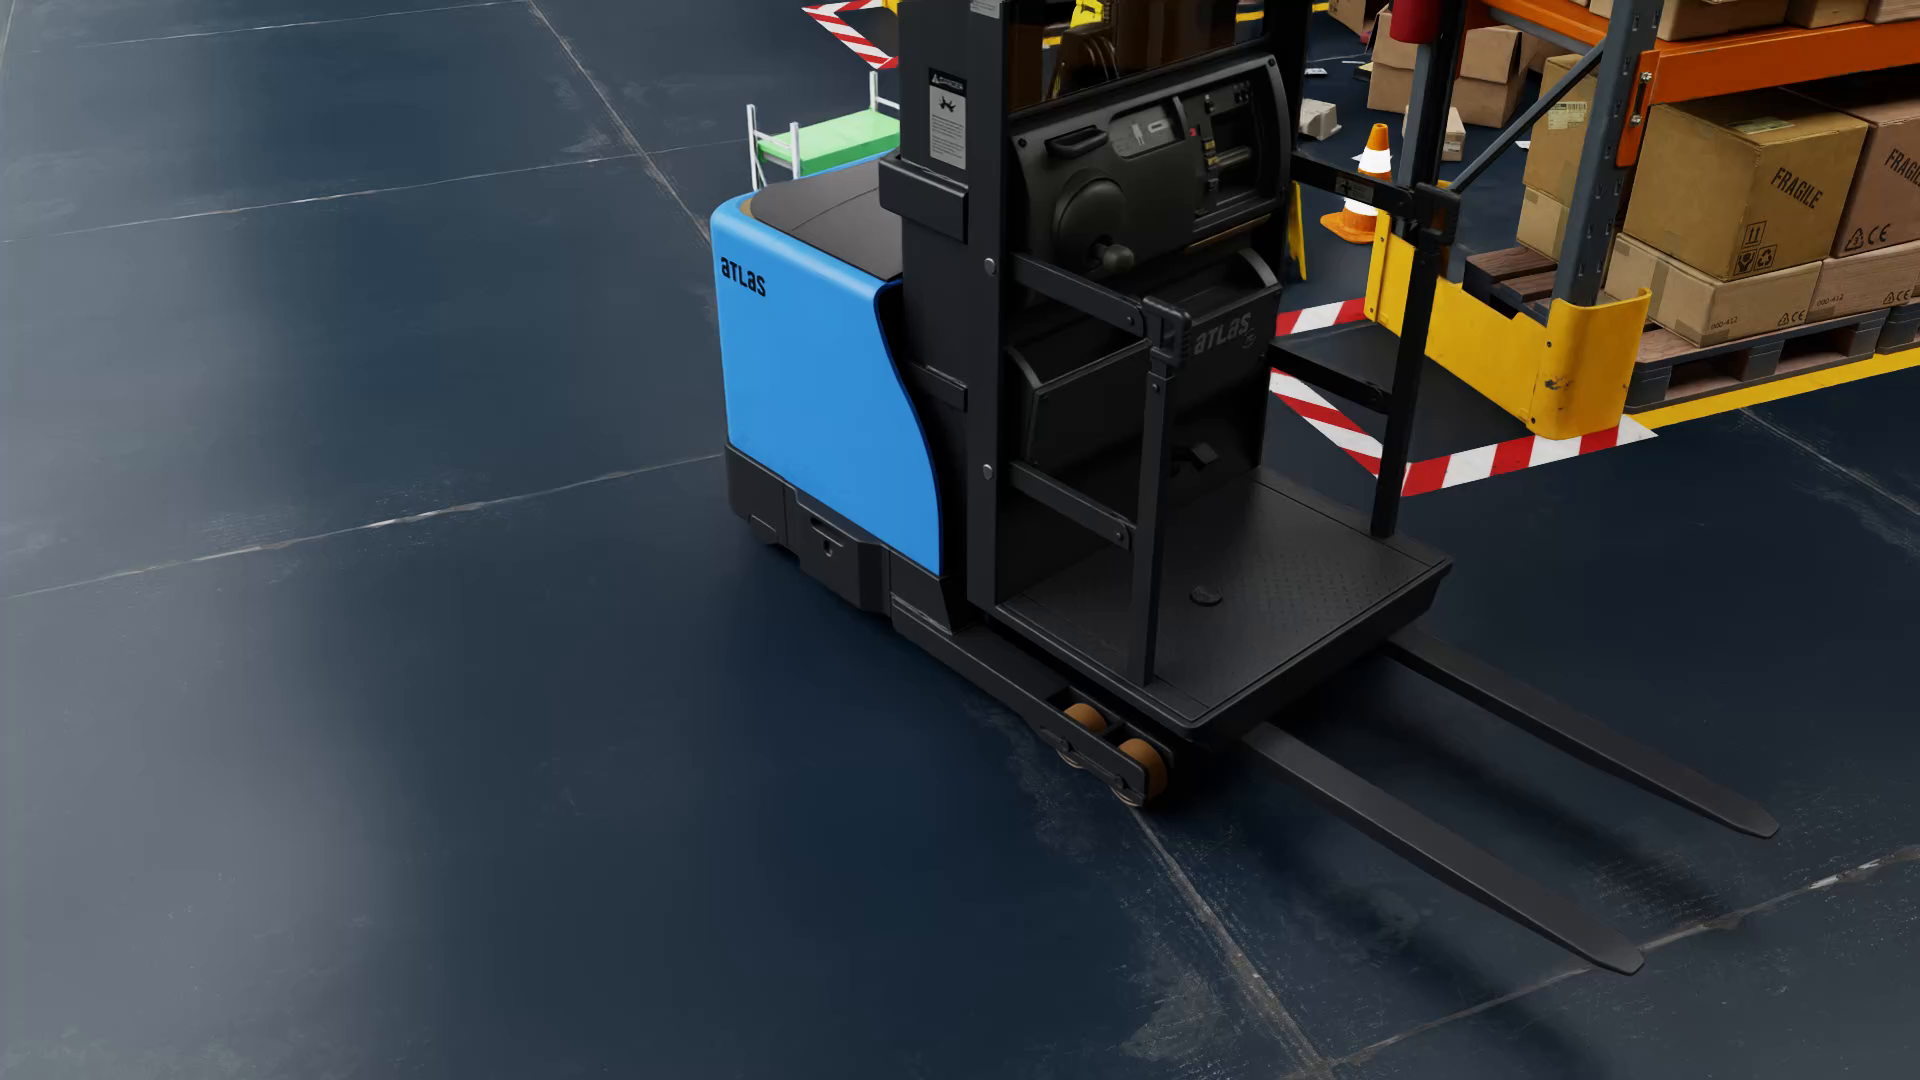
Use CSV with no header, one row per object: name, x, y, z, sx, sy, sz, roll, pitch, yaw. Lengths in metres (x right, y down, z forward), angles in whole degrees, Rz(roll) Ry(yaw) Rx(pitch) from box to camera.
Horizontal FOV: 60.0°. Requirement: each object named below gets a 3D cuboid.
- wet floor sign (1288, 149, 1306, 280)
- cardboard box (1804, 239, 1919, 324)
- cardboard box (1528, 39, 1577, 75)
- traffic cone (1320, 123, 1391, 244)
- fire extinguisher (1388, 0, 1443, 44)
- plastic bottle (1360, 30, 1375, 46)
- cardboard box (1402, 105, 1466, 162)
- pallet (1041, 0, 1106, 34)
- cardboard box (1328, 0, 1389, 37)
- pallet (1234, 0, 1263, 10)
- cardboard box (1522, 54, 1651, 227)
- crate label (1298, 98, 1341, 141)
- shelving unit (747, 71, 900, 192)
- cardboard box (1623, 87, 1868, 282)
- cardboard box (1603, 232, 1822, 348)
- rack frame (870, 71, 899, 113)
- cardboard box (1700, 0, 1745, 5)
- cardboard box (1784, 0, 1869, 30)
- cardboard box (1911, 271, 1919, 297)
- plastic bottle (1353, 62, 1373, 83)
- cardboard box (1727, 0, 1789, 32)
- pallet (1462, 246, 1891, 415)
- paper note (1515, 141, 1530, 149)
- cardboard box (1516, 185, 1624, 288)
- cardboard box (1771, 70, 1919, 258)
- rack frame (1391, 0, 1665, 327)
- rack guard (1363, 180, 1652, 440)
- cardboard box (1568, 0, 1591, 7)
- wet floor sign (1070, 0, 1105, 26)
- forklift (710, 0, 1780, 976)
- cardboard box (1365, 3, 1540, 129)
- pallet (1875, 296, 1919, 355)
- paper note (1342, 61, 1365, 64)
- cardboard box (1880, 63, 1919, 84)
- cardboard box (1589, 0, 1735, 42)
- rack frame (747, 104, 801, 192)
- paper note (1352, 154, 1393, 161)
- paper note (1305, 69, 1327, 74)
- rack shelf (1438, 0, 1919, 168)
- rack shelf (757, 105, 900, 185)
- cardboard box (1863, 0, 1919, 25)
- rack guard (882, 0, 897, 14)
wet floor sign,1.317,-1.418,6.838,0.232,0.644,0.267,-2,33,-2
cardboard box,3.230,-1.066,6.274,0.500,0.250,0.500,-12,35,-17
cardboard box,3.404,-2.763,8.911,0.503,0.637,0.797,-13,35,-19
traffic cone,1.803,-1.583,7.259,0.334,0.463,0.336,-13,35,-19
fire extinguisher,1.622,-2.082,5.771,0.183,0.674,0.296,-13,35,-19
plastic bottle,2.475,-2.892,9.639,0.133,0.061,0.283,-27,42,-35
cardboard box,2.332,-2.005,8.195,0.250,0.149,0.380,4,33,6
pallet,0.603,-3.414,10.304,1.213,0.211,1.003,-13,35,-19
cardboard box,2.551,-3.329,9.906,0.500,0.500,0.500,-7,34,-11
pallet,1.727,-3.670,10.697,1.213,0.211,1.003,-13,35,-19
cardboard box,2.544,-1.545,6.323,0.500,0.500,0.500,-13,35,-19
crate label,1.761,-2.130,8.399,0.250,0.136,0.298,23,39,30
shelving unit,-0.384,-0.873,5.489,0.503,1.200,0.258,-26,41,-34
cardboard box,2.778,-1.282,5.918,0.500,0.500,0.500,-14,36,-21
cardboard box,2.757,-0.962,6.114,0.500,0.250,0.500,-13,35,-19
rack frame,-0.203,-0.962,5.626,0.015,1.200,0.240,-26,41,-34
cardboard box,2.450,-2.034,5.262,0.500,0.500,0.500,-13,35,-20
cardboard box,2.803,-1.845,5.566,0.250,0.149,0.380,-14,36,-20
cardboard box,3.729,-1.188,6.461,0.500,0.250,0.500,-11,35,-16
plastic bottle,2.308,-2.595,9.181,0.283,0.061,0.133,-27,42,-35
cardboard box,2.527,-1.830,5.543,0.250,0.149,0.380,-12,35,-18
pallet,2.739,-0.908,6.452,1.213,0.211,1.003,-13,35,-19
paper note,2.848,-1.962,8.249,0.142,0.019,0.148,-2,33,-2
cardboard box,2.569,-1.242,6.544,0.500,0.250,0.500,-13,35,-19
cardboard box,3.259,-1.394,6.091,0.500,0.500,0.500,-14,36,-21
rack frame,1.906,-1.907,5.431,0.127,3.000,1.000,-13,35,-19
rack guard,1.976,-0.876,6.137,0.348,0.500,1.175,-13,35,-19
cardboard box,2.168,-1.988,5.786,0.250,0.149,0.380,-12,35,-17
wet floor sign,0.636,-2.386,8.326,0.232,0.644,0.267,-19,38,-27
forklift,0.627,-0.872,3.902,1.130,2.935,3.031,-26,41,-34
cardboard box,2.545,-2.505,8.638,0.797,0.503,0.637,16,36,23
pallet,3.862,-1.164,6.845,1.213,0.211,1.003,-13,35,-19
paper note,2.221,-2.696,9.384,0.123,0.001,0.032,4,33,6
cardboard box,3.725,-1.496,6.247,0.500,0.500,0.500,-12,35,-18
cardboard box,2.299,-1.770,5.450,0.250,0.149,0.380,-13,35,-19
rack frame,-0.565,-0.783,5.352,0.015,1.200,0.240,-26,41,-34
paper note,2.007,-1.863,8.086,0.142,0.019,0.148,-27,42,-35
paper note,1.961,-2.598,9.217,0.142,0.017,0.144,-2,33,-2
rack shelf,3.750,-2.028,6.276,4.000,0.370,1.077,-13,35,-19
rack shelf,-0.386,-1.222,5.264,0.480,0.148,0.258,-26,41,-34
cardboard box,3.054,-1.876,5.613,0.250,0.149,0.380,-12,35,-18
rack guard,-0.126,-3.322,9.898,0.348,0.500,1.175,-13,35,-19
